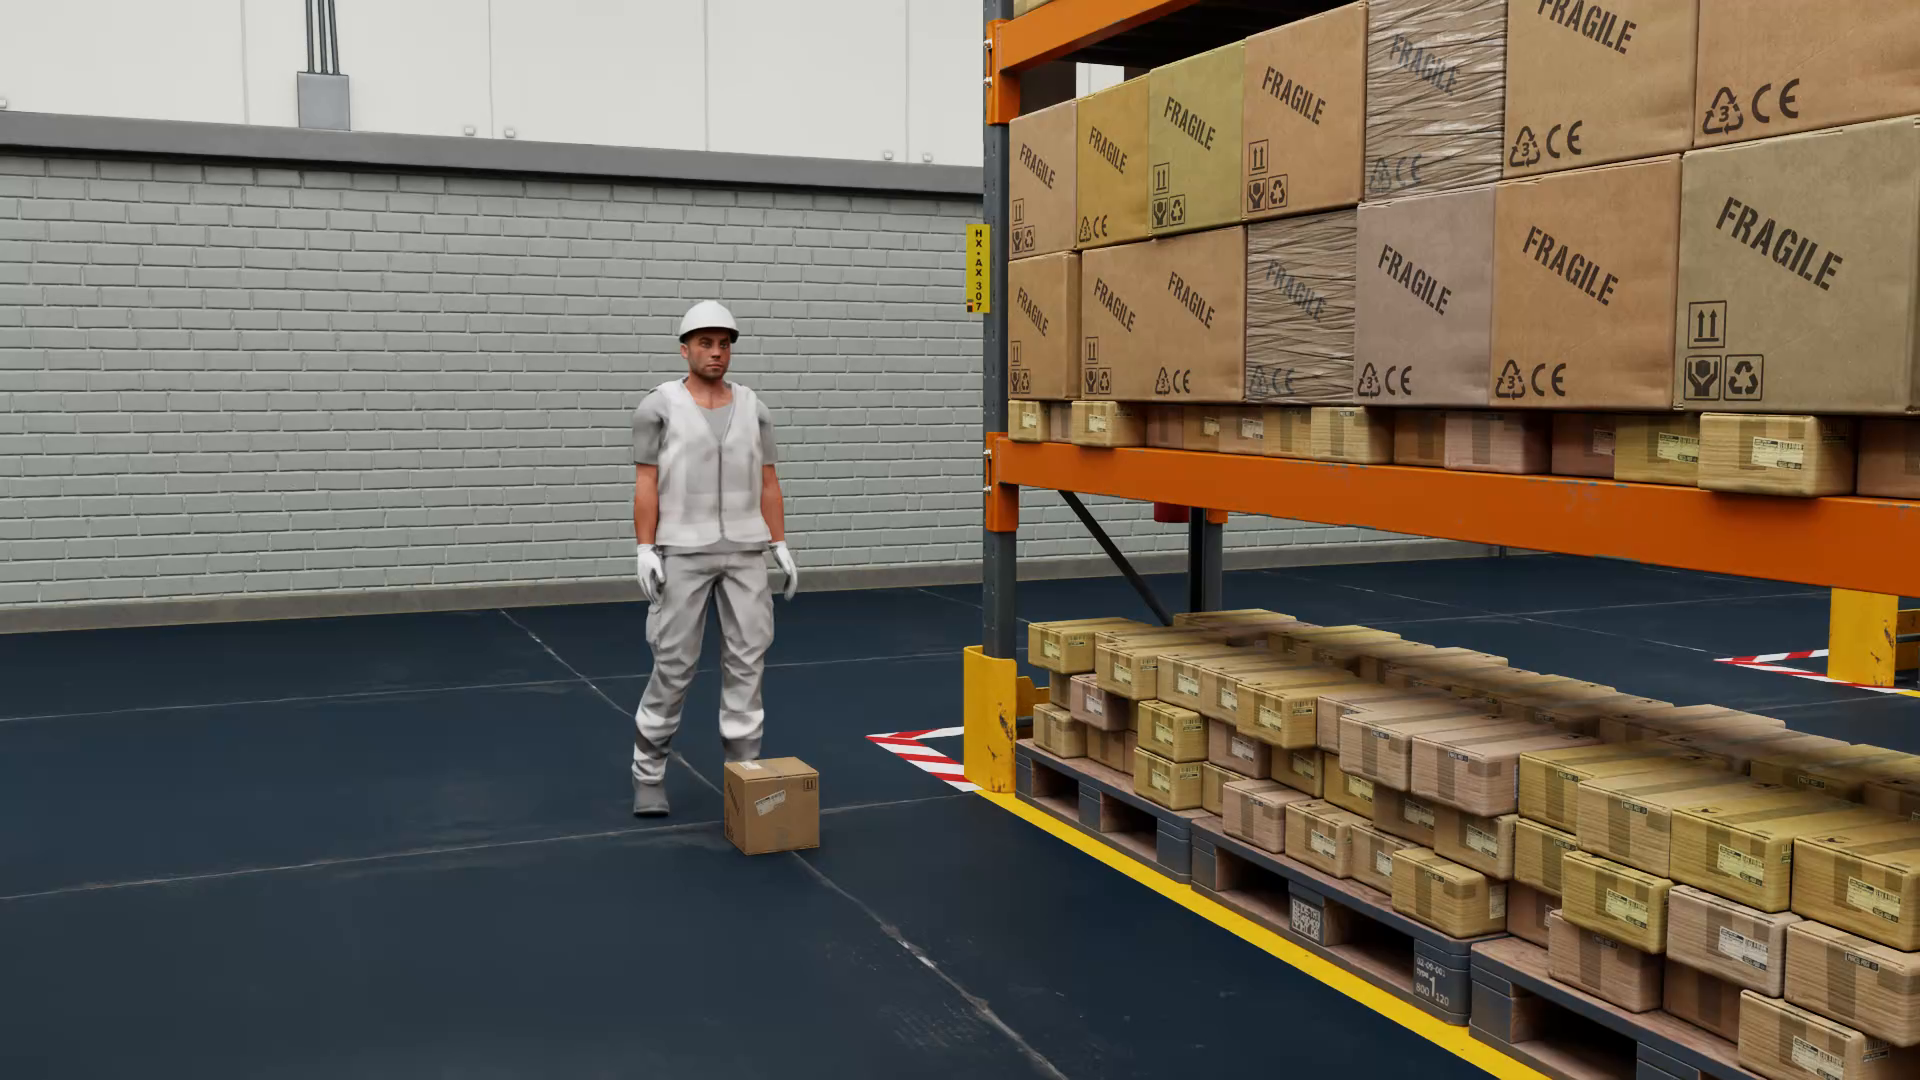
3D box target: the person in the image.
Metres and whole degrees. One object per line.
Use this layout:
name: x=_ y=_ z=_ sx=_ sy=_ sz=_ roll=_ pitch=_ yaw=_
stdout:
person: x=-0.846 y=0.083 z=5.822 sx=0.579 sy=1.828 sz=0.504 roll=-3 pitch=6 yaw=-31
